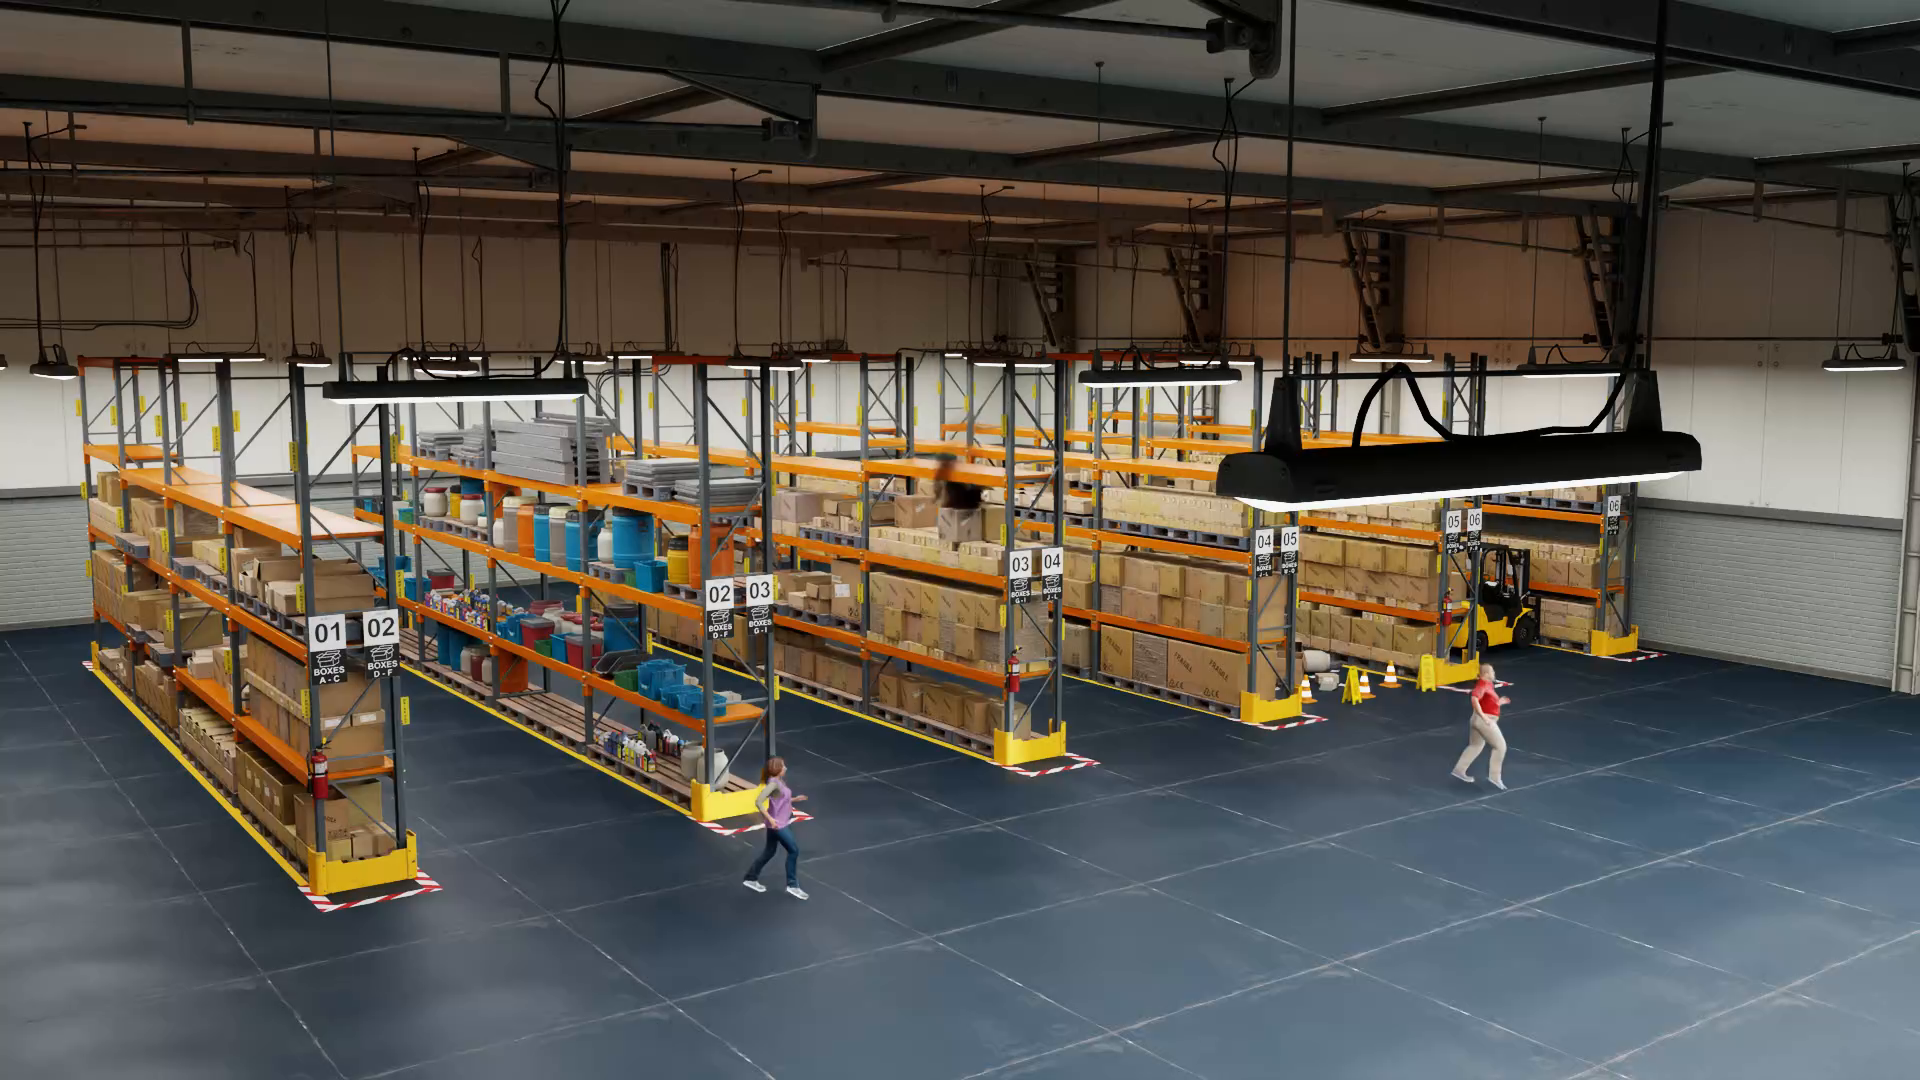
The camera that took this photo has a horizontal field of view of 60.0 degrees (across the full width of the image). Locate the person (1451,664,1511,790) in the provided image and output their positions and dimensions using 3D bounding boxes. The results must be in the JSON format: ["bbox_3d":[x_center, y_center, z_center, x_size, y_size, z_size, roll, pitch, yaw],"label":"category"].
[{"bbox_3d":[7.392,2.646,23.512,0.813,1.801,0.642,0,7,0],"label":"person"}]

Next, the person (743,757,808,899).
[{"bbox_3d":[-2.089,3.255,18.792,0.740,1.633,0.515,-1,7,-9],"label":"person"}]

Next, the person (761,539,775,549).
[{"bbox_3d":[-4.912,0.477,41.500,0.699,1.649,0.569,5,9,36],"label":"person"}]

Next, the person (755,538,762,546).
[{"bbox_3d":[-4.696,0.811,38.449,0.680,1.762,0.559,-5,8,-34],"label":"person"}]
